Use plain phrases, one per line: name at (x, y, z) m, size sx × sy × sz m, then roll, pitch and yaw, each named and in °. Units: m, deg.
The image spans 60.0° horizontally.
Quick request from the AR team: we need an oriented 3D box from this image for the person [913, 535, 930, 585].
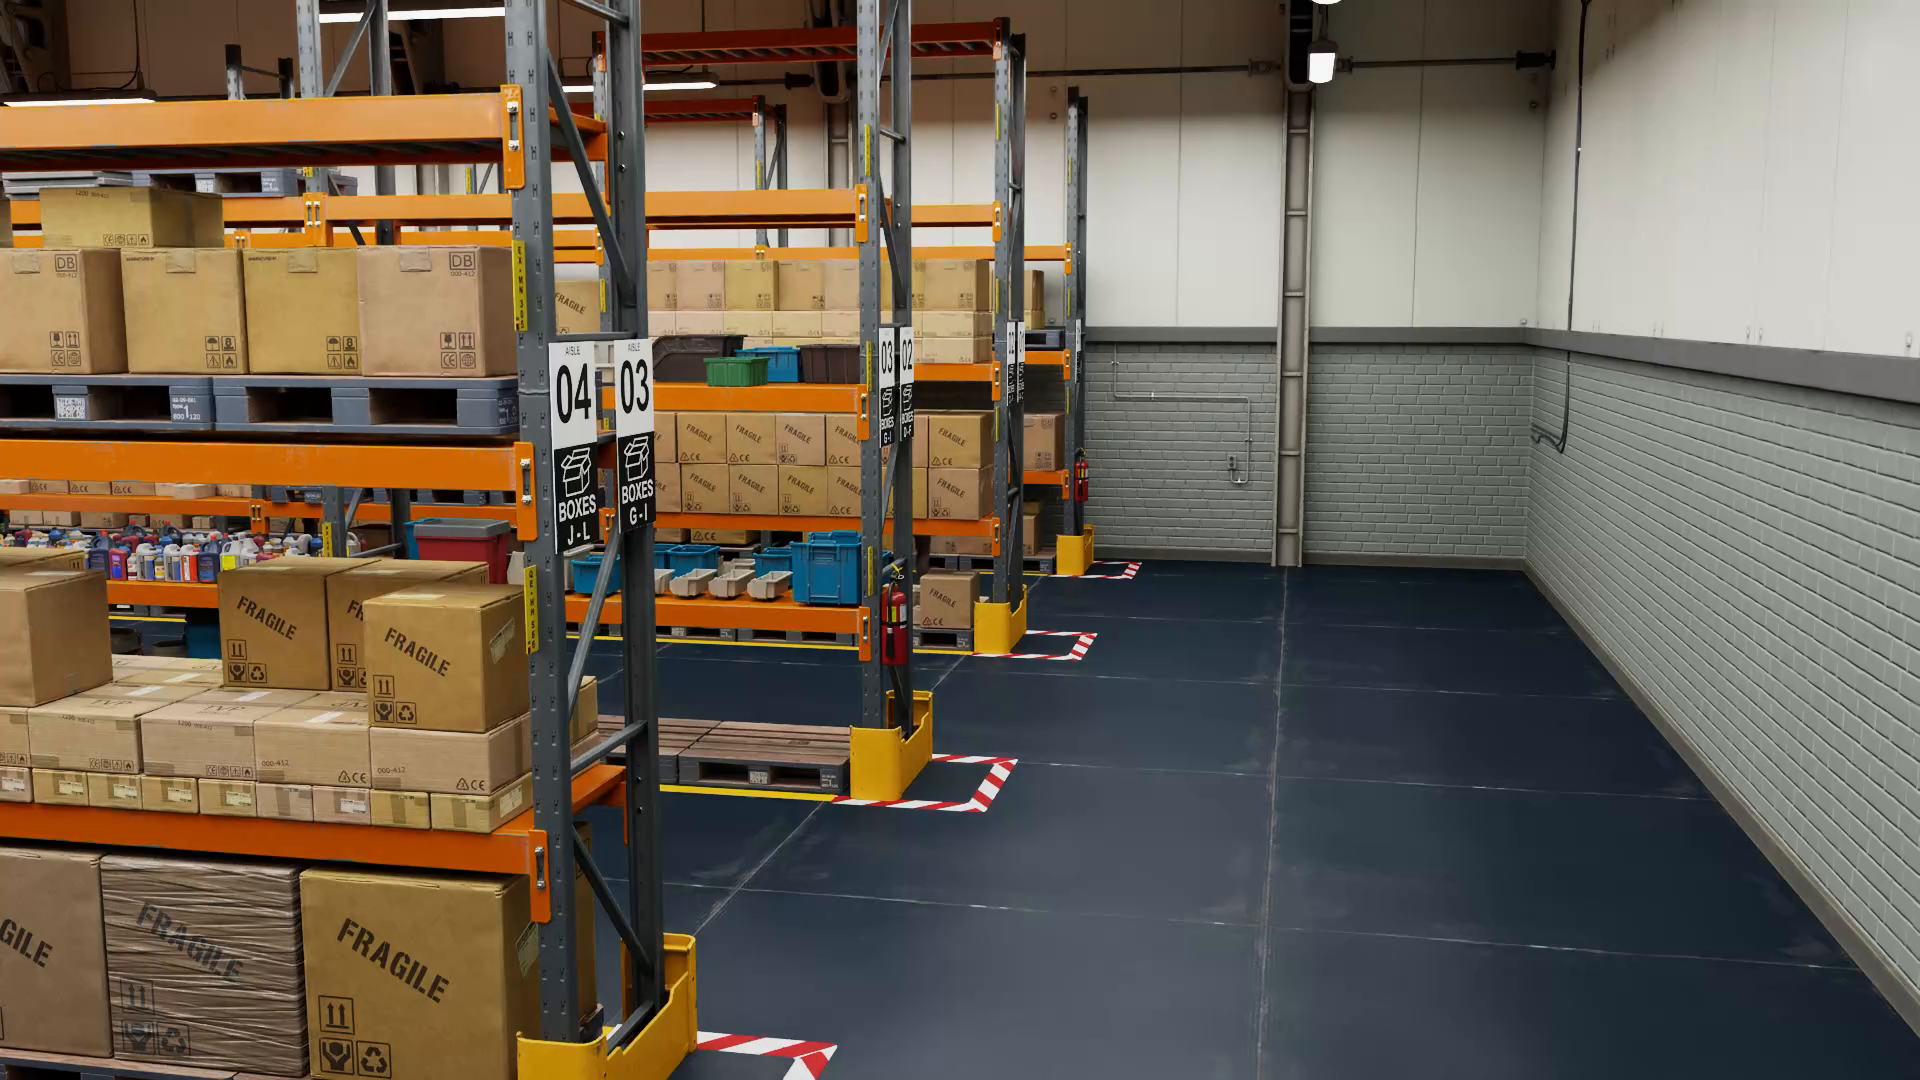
person at (-0.551, -0.196, 19.335) m, size 0.495 × 1.720 × 0.556 m, roll 2°, pitch 8°, yaw 11°
